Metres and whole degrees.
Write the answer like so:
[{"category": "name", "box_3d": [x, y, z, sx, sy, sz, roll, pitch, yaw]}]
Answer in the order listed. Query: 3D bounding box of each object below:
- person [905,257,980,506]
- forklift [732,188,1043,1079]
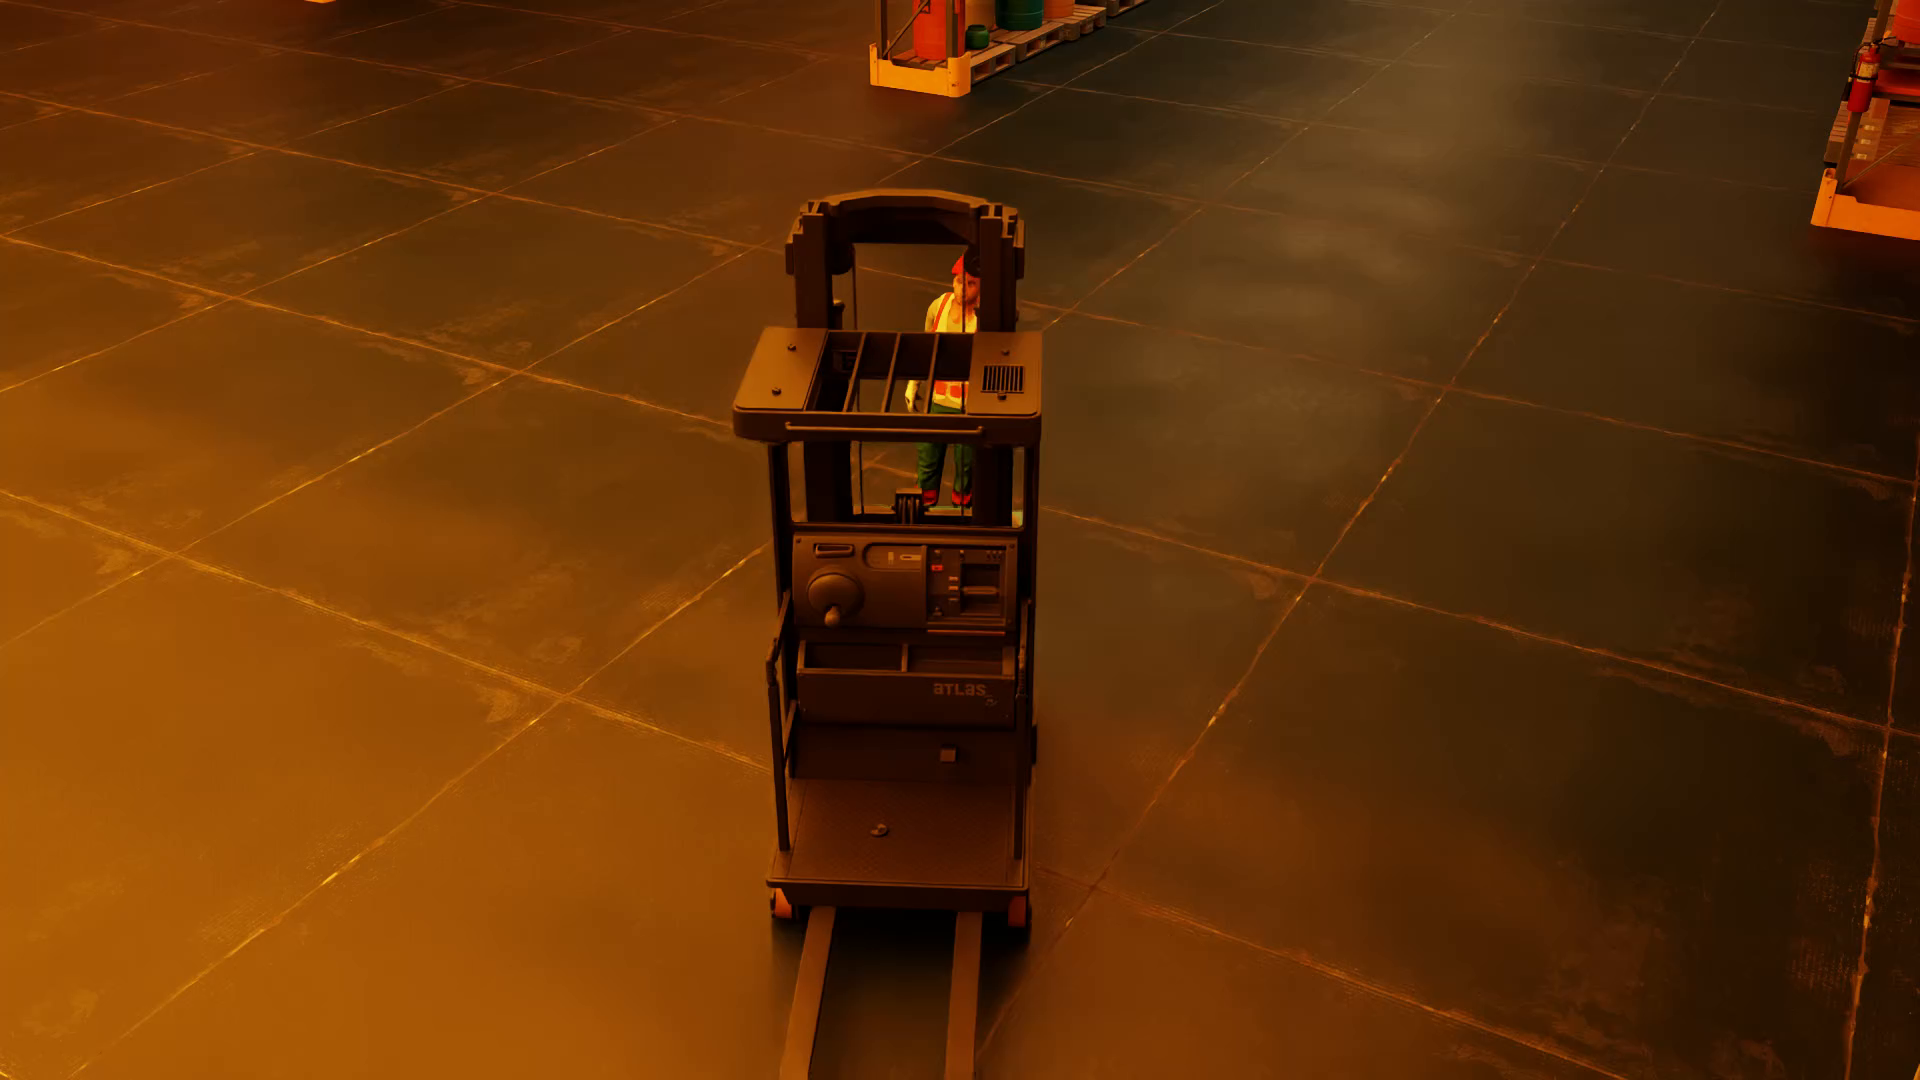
[{"category": "person", "box_3d": [-0.049, -0.746, 9.497, 0.638, 1.784, 0.562, 15, 33, 25]}, {"category": "forklift", "box_3d": [-0.236, 0.222, 6.686, 1.130, 2.935, 3.031, 1, 30, 3]}]
